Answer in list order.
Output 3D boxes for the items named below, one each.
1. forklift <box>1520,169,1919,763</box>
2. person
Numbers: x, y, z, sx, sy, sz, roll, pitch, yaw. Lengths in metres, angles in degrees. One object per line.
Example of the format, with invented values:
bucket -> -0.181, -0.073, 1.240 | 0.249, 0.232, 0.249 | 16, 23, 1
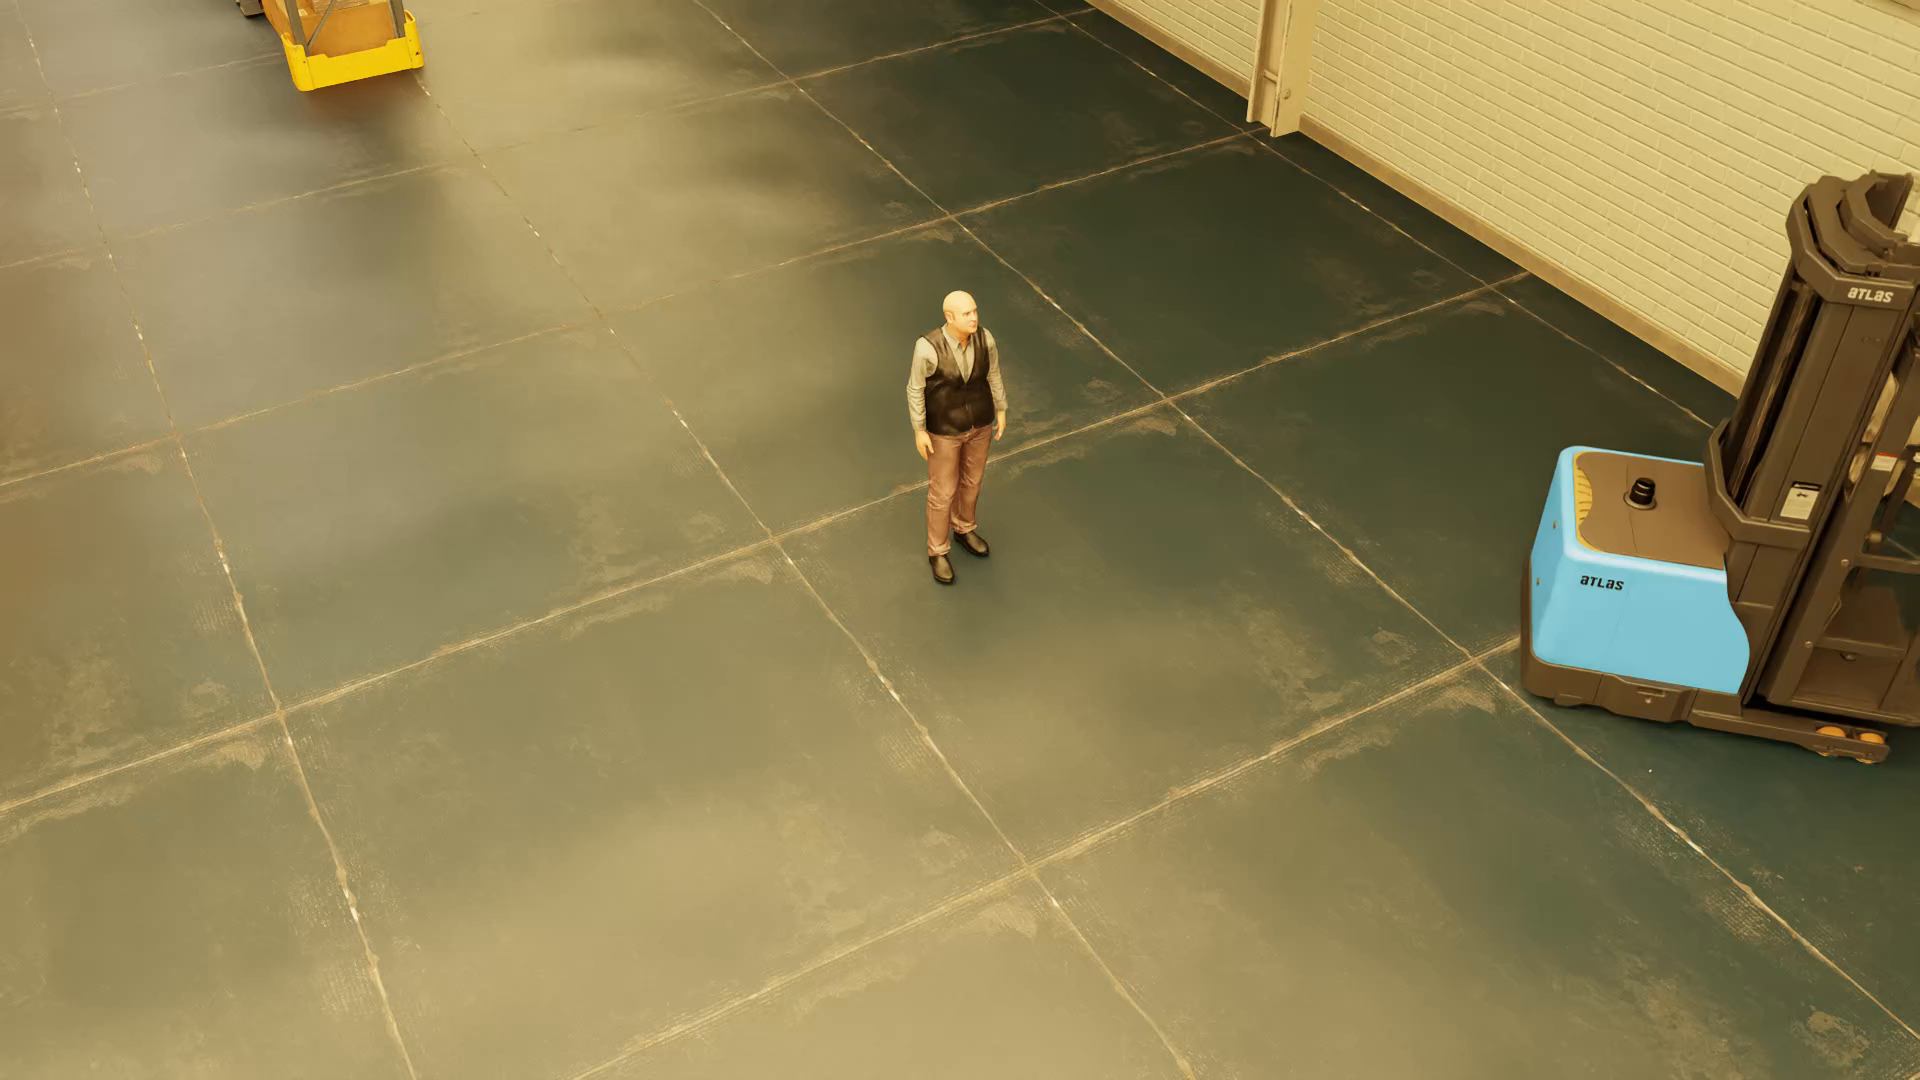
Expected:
forklift -> 4.701, -0.311, 8.411 | 3.031, 2.935, 1.130 | 9, 41, 11
person -> 0.024, -0.631, 9.734 | 0.632, 1.720, 0.568 | -20, 44, -23
